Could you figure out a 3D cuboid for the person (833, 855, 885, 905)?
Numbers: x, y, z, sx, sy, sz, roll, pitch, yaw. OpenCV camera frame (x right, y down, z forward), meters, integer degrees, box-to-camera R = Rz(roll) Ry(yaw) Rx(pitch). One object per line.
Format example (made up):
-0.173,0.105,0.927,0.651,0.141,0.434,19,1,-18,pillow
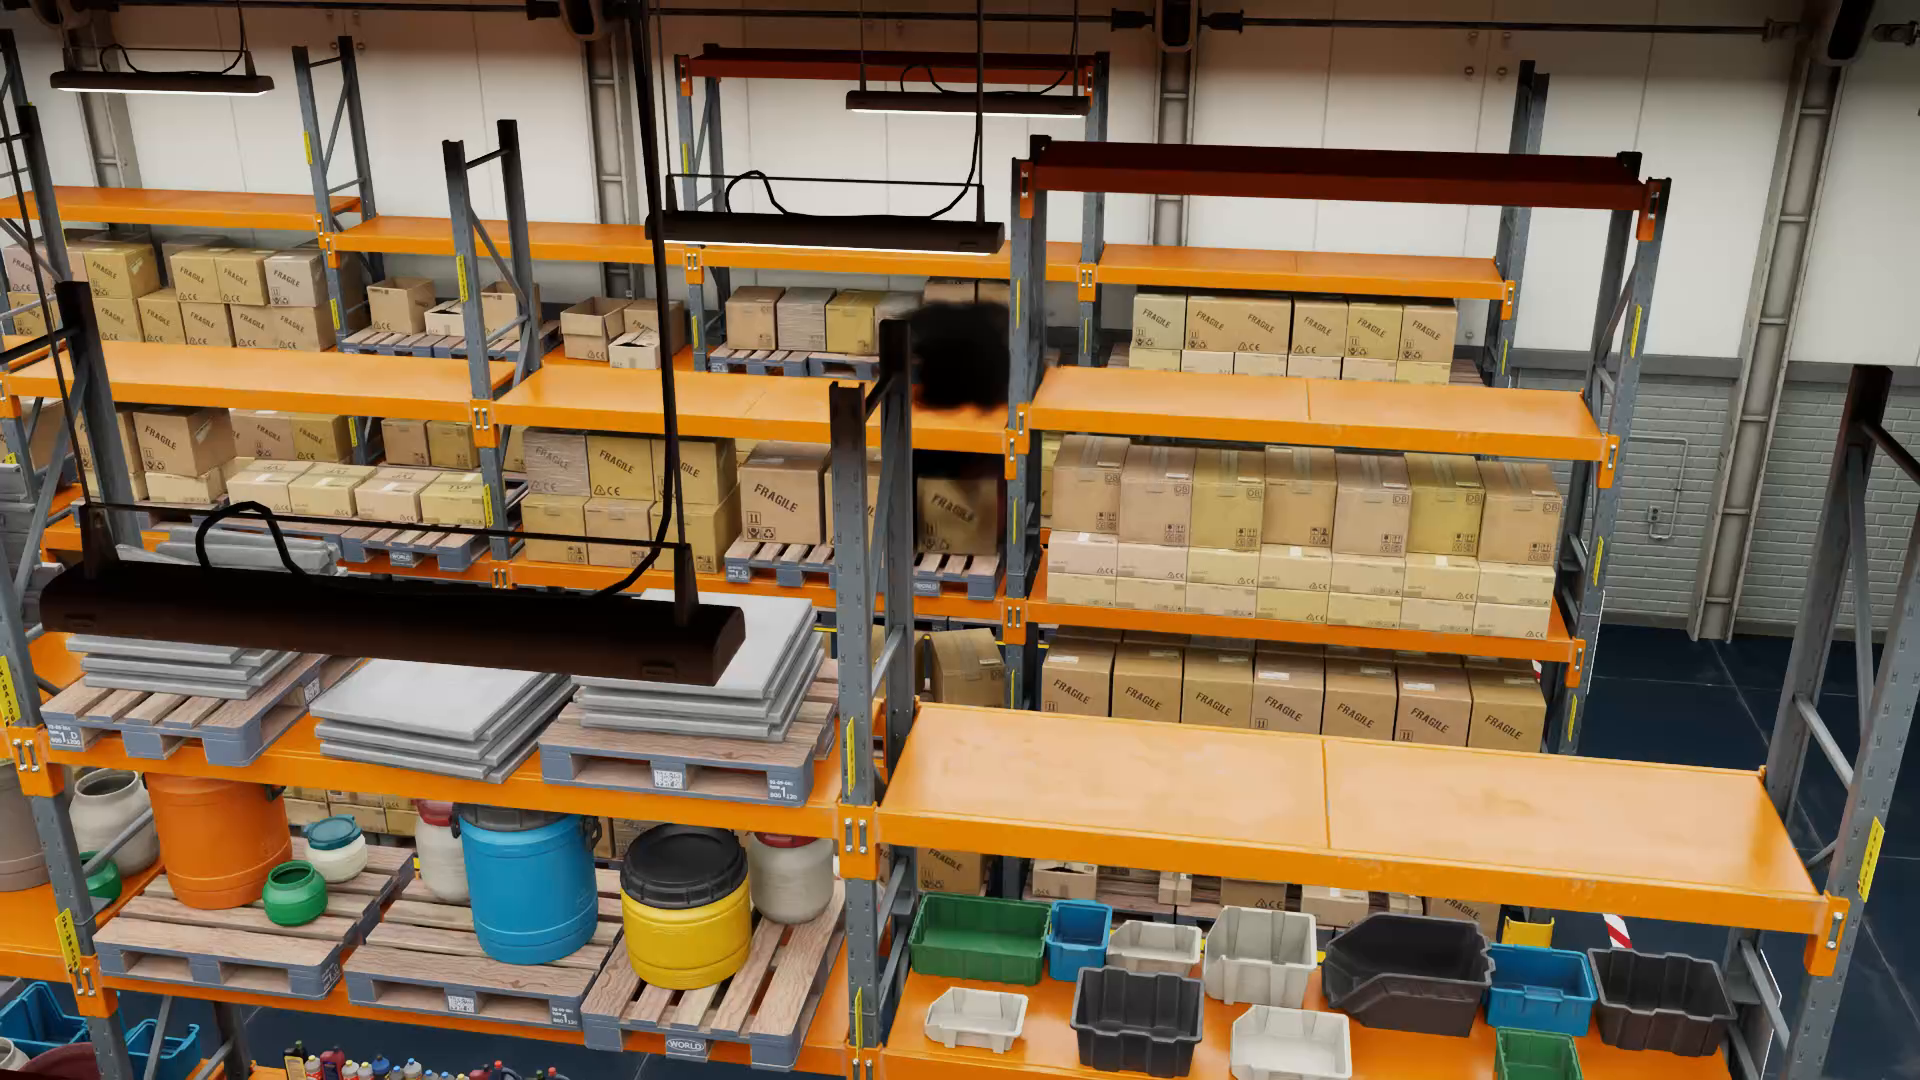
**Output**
-0.831,2.861,11.330,0.659,1.744,0.650,1,23,3,person
